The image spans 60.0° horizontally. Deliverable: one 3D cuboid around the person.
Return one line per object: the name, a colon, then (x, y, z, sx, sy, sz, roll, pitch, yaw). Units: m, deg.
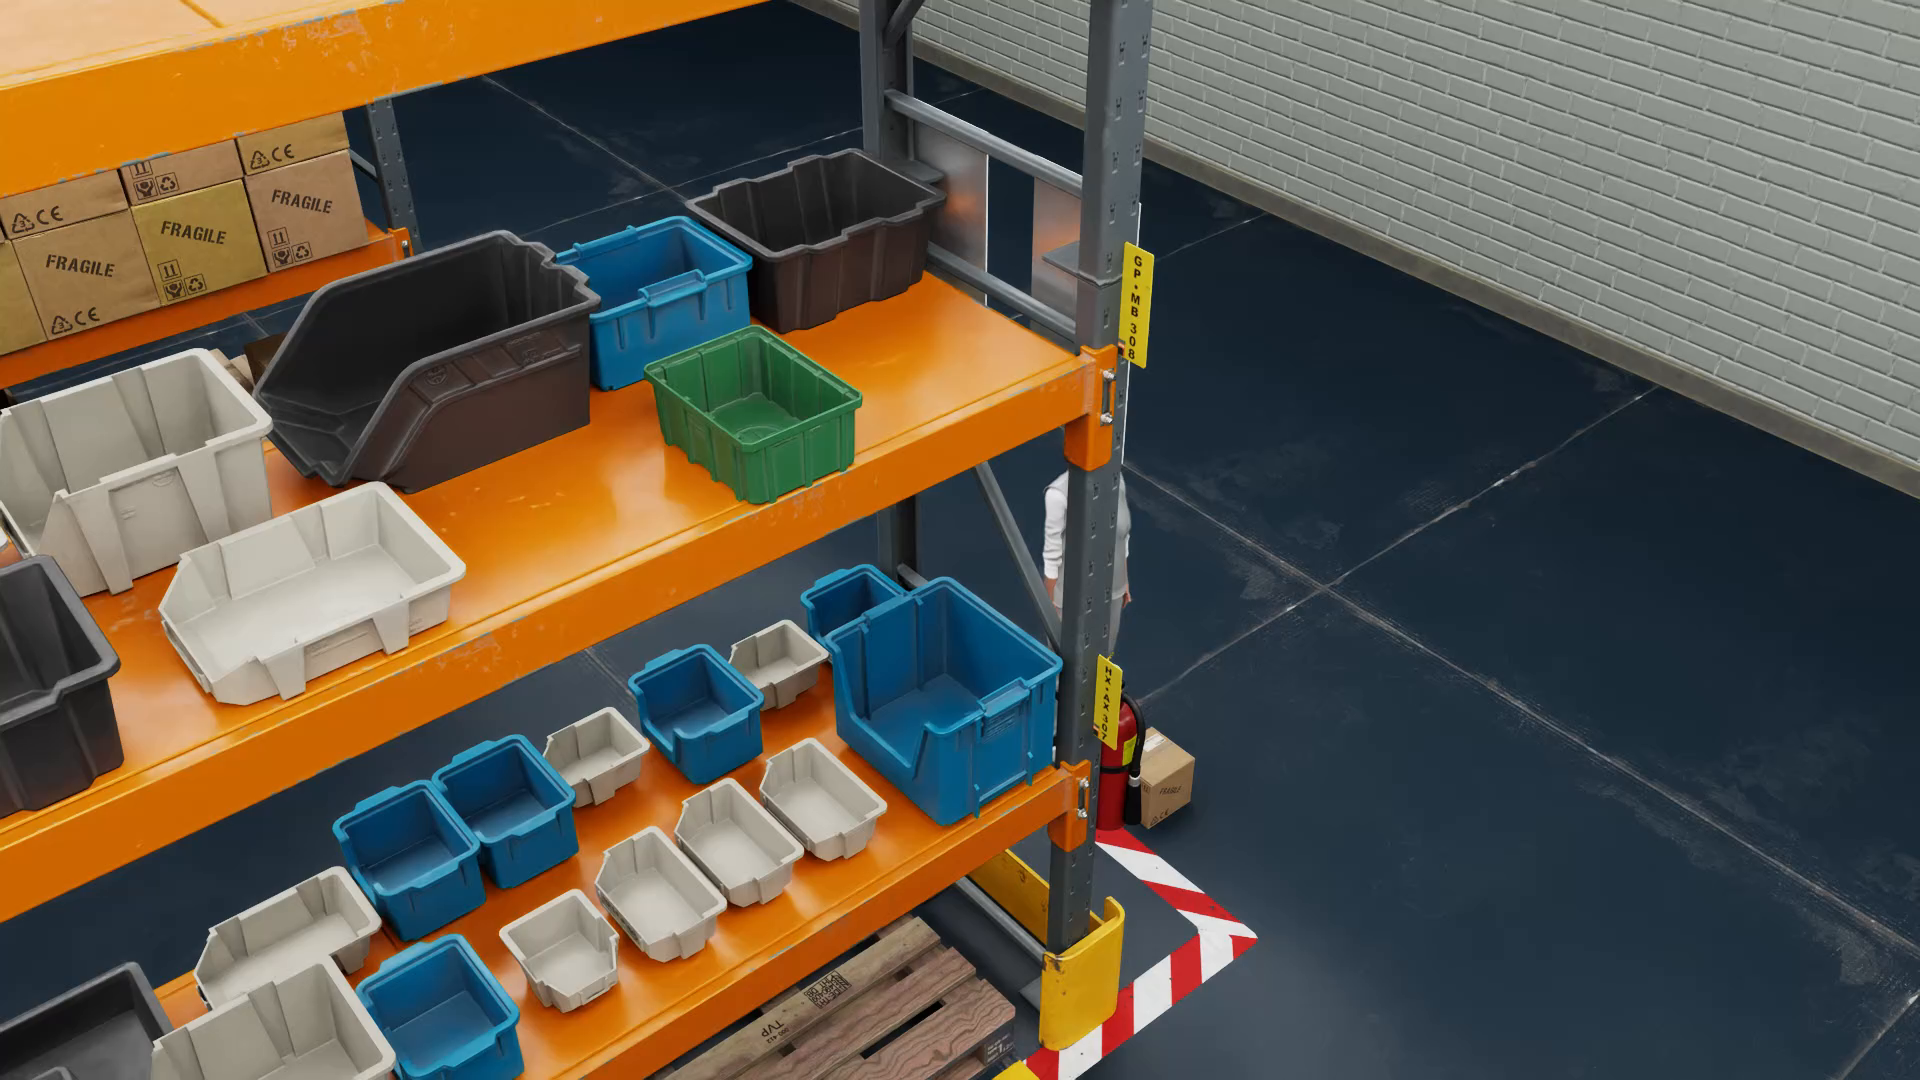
person: (0.517, 0.219, 6.804, 0.393, 1.622, 0.306, -22, 42, -27)
